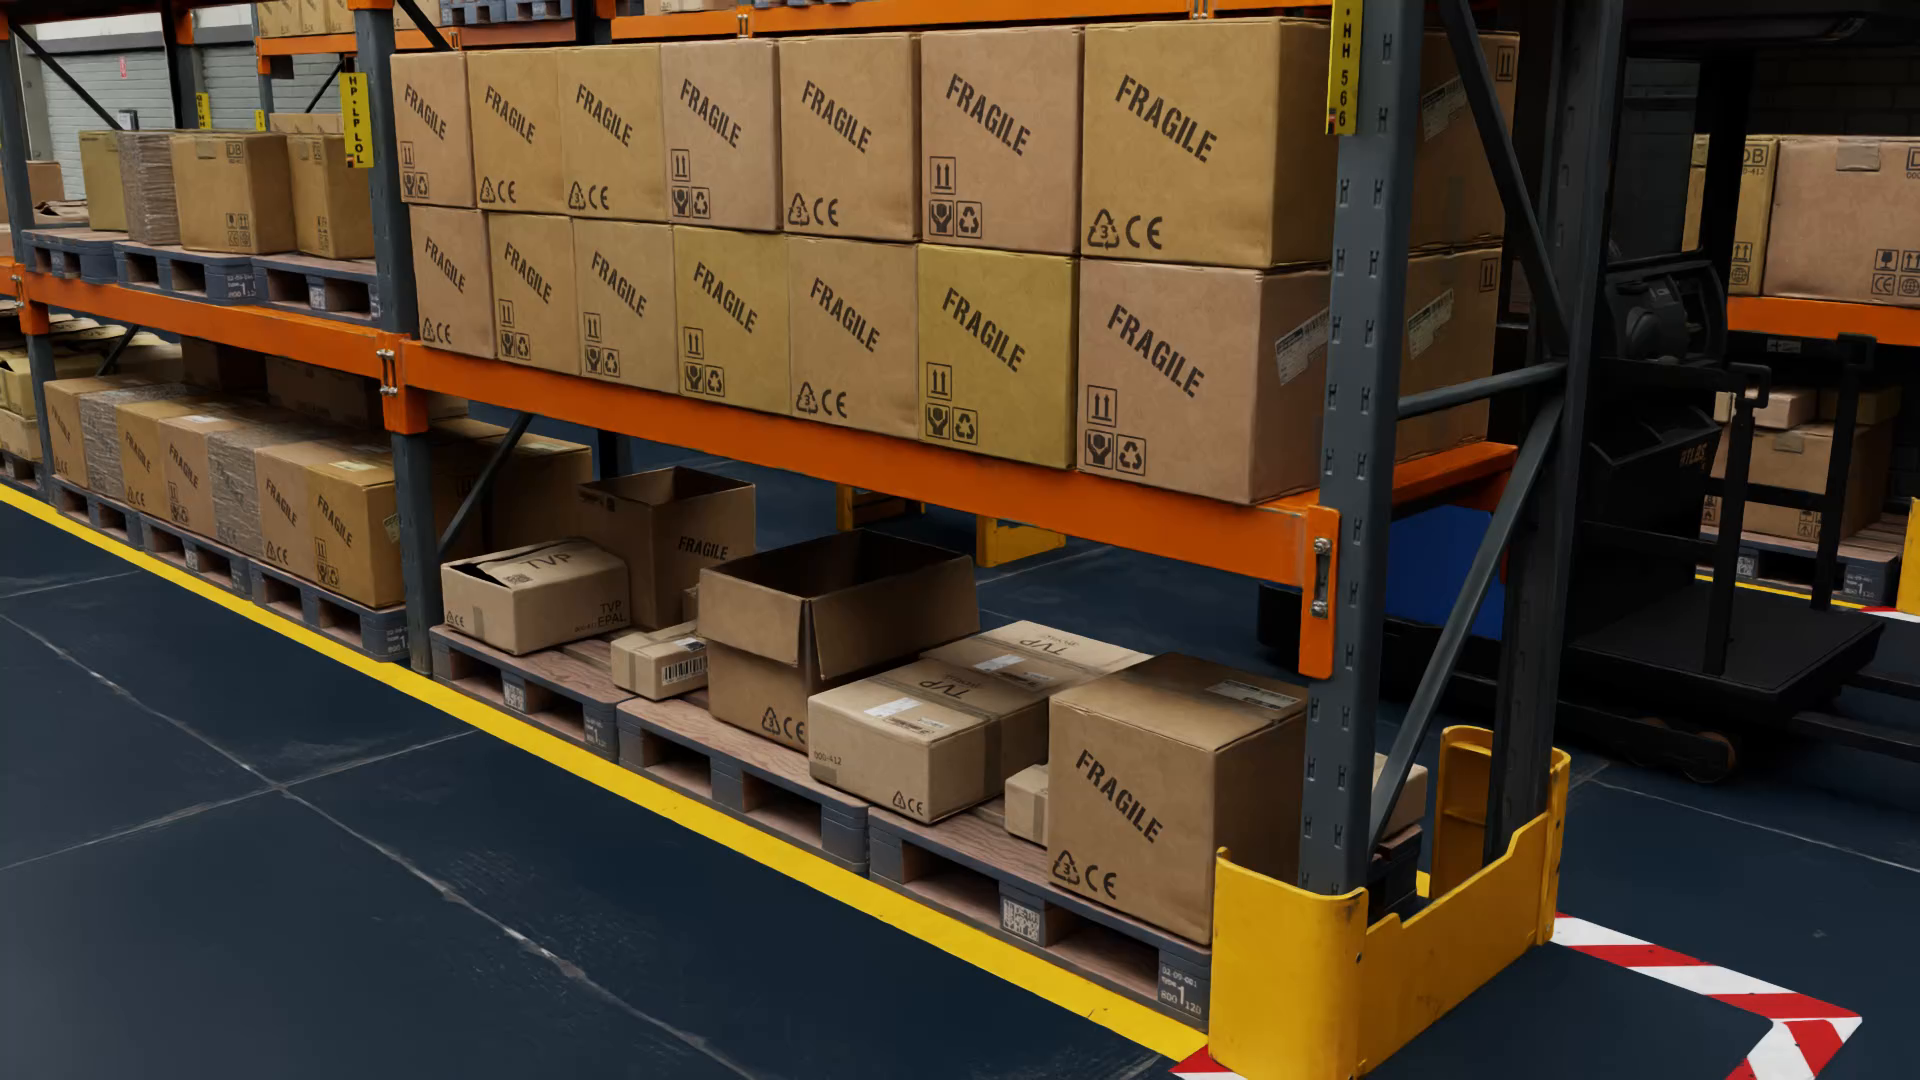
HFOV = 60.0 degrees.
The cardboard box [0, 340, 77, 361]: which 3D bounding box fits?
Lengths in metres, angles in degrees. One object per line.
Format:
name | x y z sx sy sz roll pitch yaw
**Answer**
cardboard box | -5.554 -1.003 9.840 0.500 0.311 0.500 13 20 41

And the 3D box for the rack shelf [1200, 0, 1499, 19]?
rack shelf | 3.128 -2.675 8.228 4.000 0.370 1.077 14 20 42

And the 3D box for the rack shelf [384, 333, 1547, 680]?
rack shelf | -0.308 -0.324 5.152 4.000 0.370 1.077 14 20 42

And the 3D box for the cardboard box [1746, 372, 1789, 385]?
cardboard box | 3.858 -0.736 8.148 0.250 0.149 0.380 14 20 42

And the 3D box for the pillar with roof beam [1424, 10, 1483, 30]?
pillar with roof beam | -0.195 -4.078 6.235 0.400 9.000 9.100 14 20 42

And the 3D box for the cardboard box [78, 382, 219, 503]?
cardboard box | -4.117 -0.503 8.499 0.500 0.500 0.500 13 19 40

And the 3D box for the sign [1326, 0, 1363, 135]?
sign | 0.733 -0.938 3.159 0.005 0.325 0.100 14 20 42

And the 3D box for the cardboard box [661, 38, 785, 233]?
cardboard box | -0.490 -1.150 4.716 0.500 0.500 0.500 -14 20 -42

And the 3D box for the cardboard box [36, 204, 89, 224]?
cardboard box | -4.858 -1.750 9.378 0.500 0.311 0.500 -13 19 -41

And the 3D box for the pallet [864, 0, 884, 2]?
pallet | 0.116 -3.684 11.046 1.003 0.211 1.213 -13 20 -42

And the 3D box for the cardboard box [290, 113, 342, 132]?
cardboard box | -6.466 -4.095 16.971 0.500 0.500 0.500 14 20 42

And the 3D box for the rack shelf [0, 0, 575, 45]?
rack shelf | -3.187 -2.475 7.461 4.000 0.370 1.077 14 20 42

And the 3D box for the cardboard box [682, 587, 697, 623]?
cardboard box | -0.829 0.248 6.314 0.250 0.149 0.380 14 20 42

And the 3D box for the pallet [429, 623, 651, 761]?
pallet | -1.254 0.448 6.295 1.213 0.211 1.003 14 20 42

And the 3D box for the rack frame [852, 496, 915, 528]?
rack frame | -0.427 -0.830 8.642 0.032 1.500 0.500 14 20 42

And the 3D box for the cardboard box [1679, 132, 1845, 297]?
cardboard box | 3.662 -1.580 7.950 0.700 0.700 0.980 13 20 42

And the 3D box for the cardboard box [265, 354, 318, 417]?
cardboard box | -3.008 -0.780 8.073 0.500 0.250 0.500 13 20 41

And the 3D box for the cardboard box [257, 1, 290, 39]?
cardboard box | -6.883 -5.428 17.126 0.500 0.500 0.500 -14 20 -43

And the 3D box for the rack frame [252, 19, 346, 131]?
rack frame | -6.950 -4.022 17.919 0.127 3.000 1.000 14 20 42

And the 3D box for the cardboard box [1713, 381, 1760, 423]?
cardboard box | 3.591 -0.668 7.883 0.380 0.149 0.250 -14 20 -43

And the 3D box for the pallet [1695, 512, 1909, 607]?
pallet | 3.938 0.002 8.006 1.213 0.211 1.003 14 20 42

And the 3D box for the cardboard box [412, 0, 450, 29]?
cardboard box | -4.608 -4.875 15.007 0.500 0.500 0.500 -14 20 -43

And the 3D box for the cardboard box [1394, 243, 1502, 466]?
cardboard box | 0.996 -0.496 4.187 0.500 0.500 0.500 -14 20 -43

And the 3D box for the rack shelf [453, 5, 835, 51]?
rack shelf | -2.631 -4.075 13.601 4.000 0.370 1.077 14 20 42

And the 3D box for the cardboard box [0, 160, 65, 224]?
cardboard box | -5.846 -2.061 10.195 0.500 0.500 0.500 12 19 39

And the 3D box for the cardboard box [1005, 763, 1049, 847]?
cardboard box | 0.341 0.699 4.548 0.250 0.166 0.380 14 20 42

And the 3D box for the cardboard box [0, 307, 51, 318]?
cardboard box | -6.637 -1.457 11.584 0.500 0.311 0.500 -14 20 -43

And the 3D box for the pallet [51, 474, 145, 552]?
pallet | -4.116 -0.235 8.916 1.213 0.211 1.003 14 20 42

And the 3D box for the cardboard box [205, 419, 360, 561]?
cardboard box | -3.012 -0.235 7.472 0.500 0.500 0.500 14 20 43

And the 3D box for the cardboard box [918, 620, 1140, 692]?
cardboard box | 0.218 0.474 5.244 0.500 0.250 0.500 14 20 42

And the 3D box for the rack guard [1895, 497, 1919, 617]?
rack guard | 4.585 -0.008 7.471 0.348 0.500 1.175 14 20 42

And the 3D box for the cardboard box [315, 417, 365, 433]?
cardboard box | -2.673 -0.334 7.851 0.500 0.500 0.500 14 20 43

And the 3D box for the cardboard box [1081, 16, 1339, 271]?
cardboard box | 0.621 -0.882 3.687 0.500 0.500 0.500 13 20 42

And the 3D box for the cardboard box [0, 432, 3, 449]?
cardboard box | -5.548 -0.732 9.913 0.500 0.250 0.500 13 20 42

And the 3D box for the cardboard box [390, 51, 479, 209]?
cardboard box | -1.603 -1.421 5.754 0.500 0.500 0.500 -14 20 -43

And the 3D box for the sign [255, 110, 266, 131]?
sign | -7.327 -4.342 17.431 0.005 0.325 0.100 14 20 42

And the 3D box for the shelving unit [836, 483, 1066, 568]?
shelving unit | -0.055 -0.739 8.294 1.083 1.500 0.587 14 20 42

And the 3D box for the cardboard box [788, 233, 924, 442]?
cardboard box | -0.110 -0.578 4.502 0.500 0.500 0.500 14 20 43

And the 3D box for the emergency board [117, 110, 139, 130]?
emergency board | -11.918 -5.546 23.767 0.643 1.169 0.194 14 20 42

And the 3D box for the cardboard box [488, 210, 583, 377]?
cardboard box | -1.199 -0.843 5.519 0.500 0.500 0.500 14 20 43

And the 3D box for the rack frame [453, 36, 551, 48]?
rack frame | -4.071 -3.322 15.232 0.127 3.000 1.000 14 20 42

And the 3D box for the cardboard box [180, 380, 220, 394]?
cardboard box | -3.791 -0.604 8.887 0.500 0.500 0.500 -14 20 -42

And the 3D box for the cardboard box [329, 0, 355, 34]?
cardboard box | -5.744 -5.147 16.050 0.500 0.500 0.500 -13 19 -41

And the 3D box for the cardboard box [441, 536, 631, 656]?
cardboard box | -1.595 0.179 6.256 0.500 0.311 0.500 14 20 42

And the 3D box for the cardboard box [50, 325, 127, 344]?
cardboard box | -5.550 -1.191 10.562 0.500 0.311 0.500 13 19 41

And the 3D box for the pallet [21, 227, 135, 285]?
pallet | -4.090 -1.523 8.710 1.003 0.211 1.213 14 20 42

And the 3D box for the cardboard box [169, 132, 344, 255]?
cardboard box | -3.062 -1.572 7.483 0.500 0.500 0.700 8 17 28

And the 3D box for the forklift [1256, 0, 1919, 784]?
forklift | 2.582 -0.775 5.592 3.031 2.935 1.130 14 20 43

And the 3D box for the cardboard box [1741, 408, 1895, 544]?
cardboard box | 3.994 -0.320 7.834 0.500 0.500 0.700 14 20 42
